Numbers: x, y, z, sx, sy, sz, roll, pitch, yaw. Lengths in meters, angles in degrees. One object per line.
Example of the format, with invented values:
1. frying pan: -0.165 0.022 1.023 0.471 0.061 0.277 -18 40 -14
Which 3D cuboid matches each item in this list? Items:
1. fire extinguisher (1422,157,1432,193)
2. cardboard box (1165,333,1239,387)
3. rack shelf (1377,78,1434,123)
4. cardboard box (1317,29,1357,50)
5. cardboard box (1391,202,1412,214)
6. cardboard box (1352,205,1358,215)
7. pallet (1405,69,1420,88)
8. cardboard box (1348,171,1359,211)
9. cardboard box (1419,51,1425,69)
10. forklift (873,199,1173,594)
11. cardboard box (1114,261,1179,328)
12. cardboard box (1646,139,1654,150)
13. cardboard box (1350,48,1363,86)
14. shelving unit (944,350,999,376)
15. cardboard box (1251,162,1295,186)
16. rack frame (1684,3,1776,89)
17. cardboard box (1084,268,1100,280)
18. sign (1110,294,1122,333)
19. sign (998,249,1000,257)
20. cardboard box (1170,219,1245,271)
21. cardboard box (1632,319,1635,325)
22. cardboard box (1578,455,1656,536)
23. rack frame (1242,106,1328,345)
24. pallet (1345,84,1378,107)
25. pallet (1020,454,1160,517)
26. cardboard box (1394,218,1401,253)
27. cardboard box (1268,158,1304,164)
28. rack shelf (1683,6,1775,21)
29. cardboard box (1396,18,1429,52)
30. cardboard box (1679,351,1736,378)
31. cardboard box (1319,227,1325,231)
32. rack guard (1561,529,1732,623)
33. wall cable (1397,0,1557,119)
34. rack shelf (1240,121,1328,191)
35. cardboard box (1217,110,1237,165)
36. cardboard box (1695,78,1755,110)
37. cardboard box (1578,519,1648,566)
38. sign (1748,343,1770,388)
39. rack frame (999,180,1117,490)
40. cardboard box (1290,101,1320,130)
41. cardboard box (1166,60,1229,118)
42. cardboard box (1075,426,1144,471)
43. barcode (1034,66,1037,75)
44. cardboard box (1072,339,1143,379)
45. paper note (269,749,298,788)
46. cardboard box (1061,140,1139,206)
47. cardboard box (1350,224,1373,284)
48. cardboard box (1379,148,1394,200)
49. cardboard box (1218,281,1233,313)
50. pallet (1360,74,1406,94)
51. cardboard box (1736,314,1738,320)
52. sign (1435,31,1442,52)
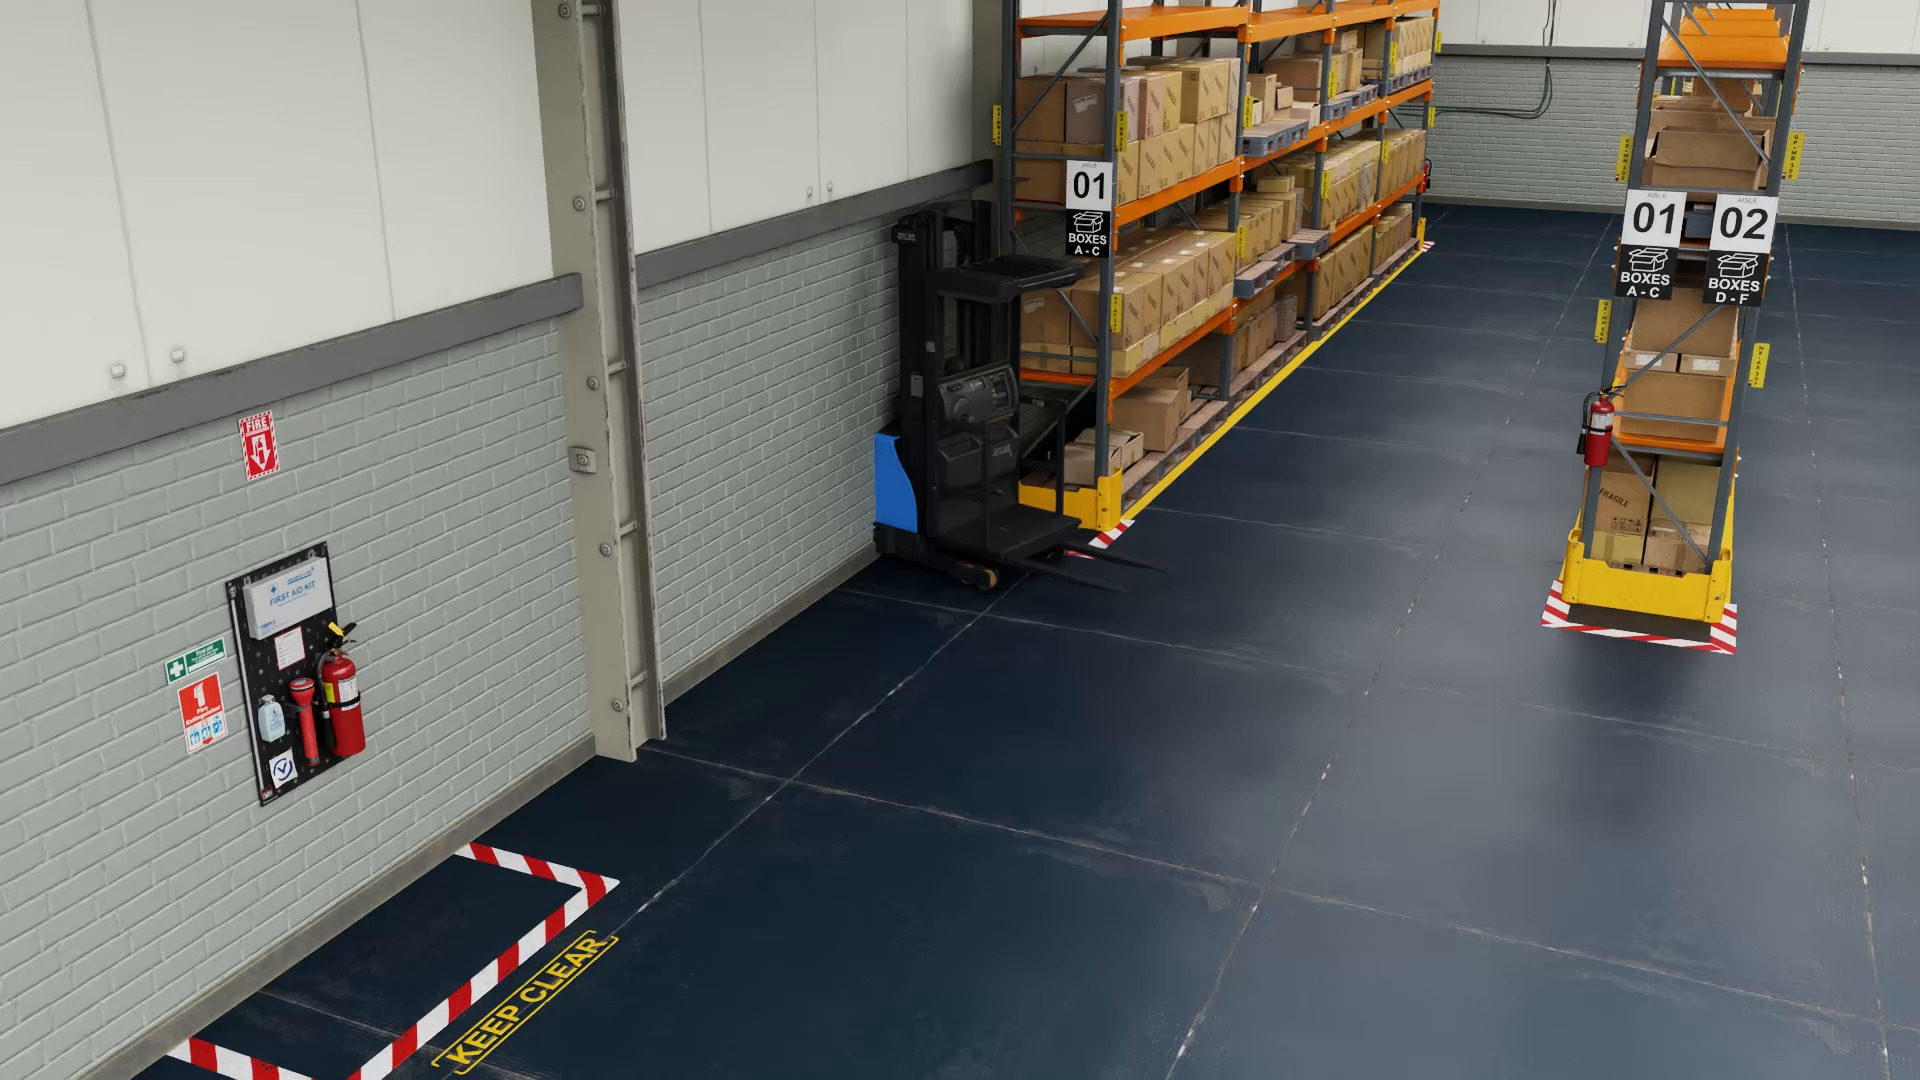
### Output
1. fire extinguisher: 7.860 -6.252 28.244 0.296 0.674 0.183 9 21 23
2. cardboard box: 2.749 -2.070 18.887 0.700 0.500 0.500 9 22 25
3. rack shelf: 6.558 -6.944 26.116 1.077 0.370 4.000 9 21 23
4. cardboard box: 5.259 -7.029 23.354 0.500 0.250 0.500 10 22 27
5. cardboard box: 7.295 -5.515 27.636 0.380 0.149 0.250 8 21 22
6. cardboard box: 5.415 -4.700 23.552 0.380 0.149 0.250 9 21 23
7. pallet: 6.585 -7.250 26.035 1.003 0.211 1.213 9 21 23
8. cardboard box: 5.167 -4.817 22.913 0.500 0.500 0.500 9 22 24
9. cardboard box: 7.107 -7.649 26.473 0.500 0.250 0.500 8 21 21
10. forklift: 0.314 -1.179 13.410 3.031 2.935 1.130 16 25 37
11. cardboard box: 1.724 -2.294 15.517 0.500 0.500 0.500 8 21 21
12. cardboard box: 5.805 -3.105 13.544 0.500 0.311 0.500 11 23 29
13. cardboard box: 5.279 -6.672 23.472 0.700 0.500 0.500 7 21 20
14. shelving unit: -0.115 -0.916 14.528 0.431 1.500 0.755 24 29 39
15. cardboard box: 4.050 -4.760 21.635 0.500 0.250 0.500 9 22 24
16. rack frame: 10.260 -7.407 21.866 1.000 3.000 0.127 9 21 23
17. cardboard box: 1.039 -2.208 15.276 0.500 0.500 0.500 9 21 23
18. sign: 1.320 -1.924 14.110 0.100 0.325 0.005 9 21 23
19. sign: 0.327 -2.367 14.448 0.100 0.325 0.005 9 21 23
20. cardboard box: 2.703 -3.218 18.236 0.700 0.500 0.500 9 21 23
21. cardboard box: 5.751 -1.723 13.719 0.380 0.149 0.250 9 22 24
22. cardboard box: 5.294 -0.372 13.396 0.500 0.500 0.500 9 21 23
23. rack frame: 4.101 -4.036 21.341 1.000 3.000 0.127 9 21 23
24. pallet: 5.409 -6.295 23.501 0.805 0.209 1.217 8 21 21
25. pallet: 1.221 -0.543 15.681 1.003 0.211 1.213 9 21 23
26. cardboard box: 6.772 -4.967 27.063 0.700 0.500 0.500 8 21 21
27. cardboard box: 4.266 -4.918 22.079 0.500 0.250 0.500 8 21 21
28. rack shelf: 9.441 -6.268 20.334 1.077 0.370 4.000 9 21 23
29. cardboard box: 7.111 -8.010 26.367 0.500 0.500 0.500 9 22 24
30. cardboard box: 5.703 -1.355 12.685 0.380 0.149 0.250 8 21 22
31. cardboard box: 4.558 -4.072 21.786 0.380 0.149 0.250 9 21 23
32. rack guard: 5.336 0.273 12.954 1.175 0.500 0.348 9 21 23
33. wall cable: 10.019 -9.525 32.456 3.097 2.526 0.112 9 21 23
34. rack shelf: 3.282 -4.499 19.239 1.077 0.370 4.000 9 21 23
35. cardboard box: 2.481 -4.094 16.848 0.500 0.500 0.500 9 22 24
36. cardboard box: 7.273 -4.212 15.836 0.500 0.500 0.500 9 21 23
37. cardboard box: 5.296 -0.019 13.521 0.500 0.250 0.500 9 21 23
38. sign: 5.850 -1.279 12.178 0.100 0.325 0.005 9 21 23
39. rack frame: 0.825 -1.590 14.464 1.000 3.000 0.127 9 21 23
40. cardboard box: 4.053 -5.159 20.127 0.500 0.311 0.500 9 21 23
41. cardboard box: 2.289 -4.394 16.199 0.500 0.500 0.500 10 22 26
42. cardboard box: 1.424 -0.904 15.891 0.500 0.311 0.500 11 22 27
43. barcode: 0.660 -4.090 14.480 0.001 0.075 0.075 9 21 23
44. cardboard box: 1.315 -1.635 14.783 0.500 0.250 0.500 8 21 21
45. paper note: -3.316 1.121 8.155 0.016 0.148 0.142 9 21 23
46. cardboard box: 1.190 -3.128 14.132 0.500 0.500 0.500 9 22 24
47. cardboard box: 5.592 -4.227 24.460 0.750 0.750 0.750 9 21 23
48. cardboard box: 5.976 -5.564 25.189 0.980 0.700 0.700 9 21 24
49. cardboard box: 2.546 -2.565 17.400 0.500 0.250 0.500 9 21 23
50. pallet: 6.084 -6.879 24.990 1.003 0.211 1.213 9 21 23
51. cardboard box: 6.333 -1.825 14.006 0.380 0.149 0.250 9 21 23
52. sign: 7.866 -8.196 27.358 0.100 0.325 0.005 9 21 23
